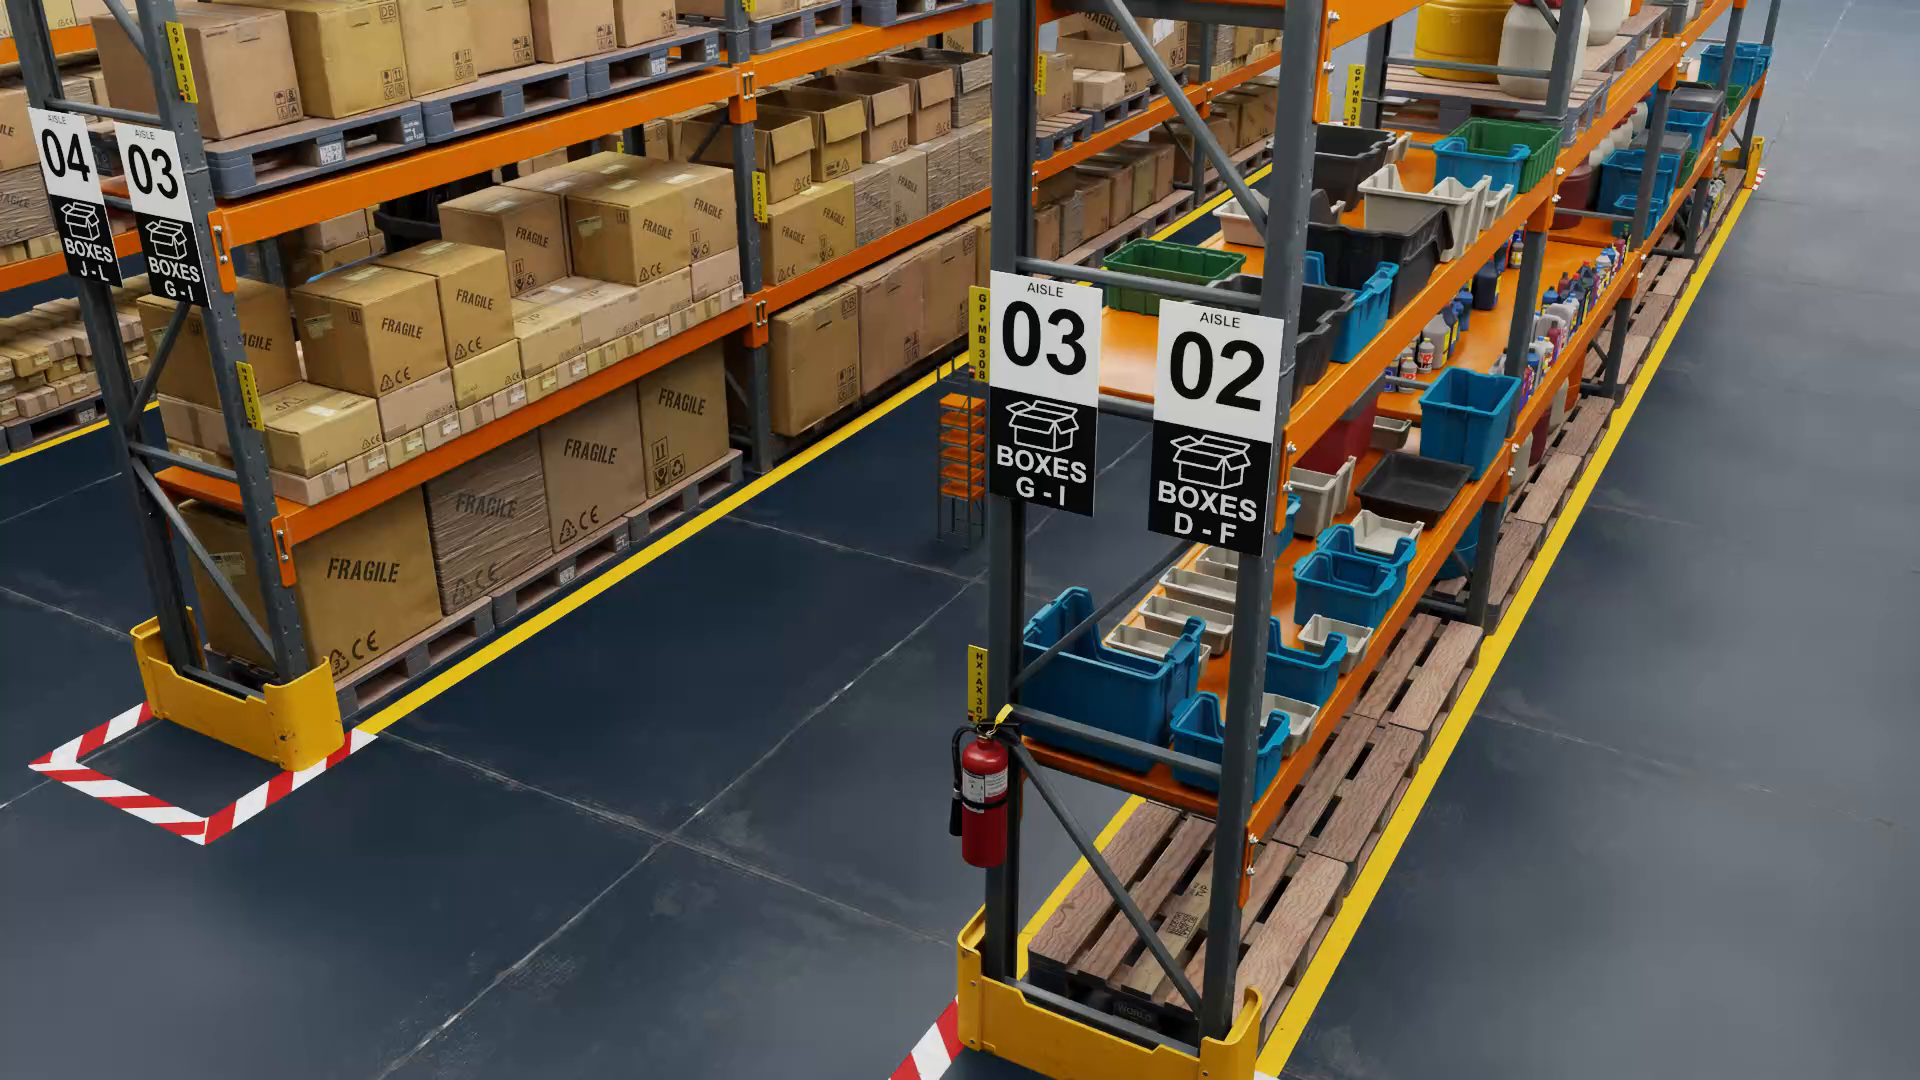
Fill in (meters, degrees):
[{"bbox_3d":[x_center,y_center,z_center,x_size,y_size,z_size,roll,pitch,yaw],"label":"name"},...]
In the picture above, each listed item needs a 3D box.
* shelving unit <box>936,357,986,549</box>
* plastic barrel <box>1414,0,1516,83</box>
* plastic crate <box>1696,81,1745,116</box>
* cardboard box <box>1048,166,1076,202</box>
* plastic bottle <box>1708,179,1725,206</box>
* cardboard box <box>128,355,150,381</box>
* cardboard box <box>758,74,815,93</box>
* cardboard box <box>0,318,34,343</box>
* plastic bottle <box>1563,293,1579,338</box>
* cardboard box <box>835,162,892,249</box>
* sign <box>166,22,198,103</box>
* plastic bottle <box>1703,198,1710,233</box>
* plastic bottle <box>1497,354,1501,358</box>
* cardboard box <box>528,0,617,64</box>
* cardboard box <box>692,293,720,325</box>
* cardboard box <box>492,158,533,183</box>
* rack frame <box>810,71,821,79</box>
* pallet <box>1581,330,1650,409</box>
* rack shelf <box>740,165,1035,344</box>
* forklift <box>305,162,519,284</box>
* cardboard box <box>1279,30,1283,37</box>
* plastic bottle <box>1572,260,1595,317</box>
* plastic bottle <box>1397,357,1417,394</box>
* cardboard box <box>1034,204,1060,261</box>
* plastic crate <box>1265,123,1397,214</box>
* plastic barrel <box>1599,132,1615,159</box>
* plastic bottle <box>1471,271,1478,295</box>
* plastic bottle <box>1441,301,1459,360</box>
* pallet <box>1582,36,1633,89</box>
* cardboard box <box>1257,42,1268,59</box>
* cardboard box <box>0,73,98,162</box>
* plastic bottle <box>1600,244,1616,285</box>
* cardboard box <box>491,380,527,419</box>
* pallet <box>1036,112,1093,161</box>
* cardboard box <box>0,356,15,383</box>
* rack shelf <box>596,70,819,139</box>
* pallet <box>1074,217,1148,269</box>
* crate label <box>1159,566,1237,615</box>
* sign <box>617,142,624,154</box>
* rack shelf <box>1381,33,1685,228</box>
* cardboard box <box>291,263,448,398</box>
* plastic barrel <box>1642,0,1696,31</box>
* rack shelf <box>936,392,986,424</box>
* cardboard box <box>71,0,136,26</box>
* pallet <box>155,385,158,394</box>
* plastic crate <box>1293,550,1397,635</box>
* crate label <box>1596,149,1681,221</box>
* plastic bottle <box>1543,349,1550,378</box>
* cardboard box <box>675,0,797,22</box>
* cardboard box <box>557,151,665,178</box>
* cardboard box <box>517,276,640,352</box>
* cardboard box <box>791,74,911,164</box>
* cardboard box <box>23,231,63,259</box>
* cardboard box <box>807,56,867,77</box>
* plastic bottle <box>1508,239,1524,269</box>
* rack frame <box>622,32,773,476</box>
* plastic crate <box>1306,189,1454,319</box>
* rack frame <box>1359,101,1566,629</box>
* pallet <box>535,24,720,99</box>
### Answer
[{"bbox_3d":[0.007,-0.542,10.493,0.258,1.200,0.189,14,30,26],"label":"shelving unit"},{"bbox_3d":[2.801,-2.844,9.050,0.600,0.588,0.600,0,27,0],"label":"plastic barrel"},{"bbox_3d":[7.378,-4.320,16.266,0.450,0.188,0.662,14,30,26],"label":"plastic crate"},{"bbox_3d":[0.740,-3.371,15.596,0.500,0.250,0.500,18,32,32],"label":"cardboard box"},{"bbox_3d":[7.763,-3.581,17.105,0.152,0.276,0.135,14,30,26],"label":"plastic bottle"},{"bbox_3d":[-6.457,-1.334,12.780,0.380,0.149,0.250,14,30,26],"label":"cardboard box"},{"bbox_3d":[-2.343,-5.090,19.612,1.050,0.750,0.750,14,30,26],"label":"cardboard box"},{"bbox_3d":[-7.193,-1.540,12.526,0.380,0.149,0.250,14,30,26],"label":"cardboard box"},{"bbox_3d":[3.787,-1.398,10.335,0.097,0.271,0.097,0,27,0],"label":"plastic bottle"},{"bbox_3d":[-0.846,-2.481,12.244,0.500,0.500,0.500,13,30,25],"label":"cardboard box"},{"bbox_3d":[-3.271,-2.005,6.989,0.100,0.325,0.005,14,30,26],"label":"sign"},{"bbox_3d":[7.223,-3.184,16.226,0.144,0.351,0.185,15,30,27],"label":"plastic bottle"},{"bbox_3d":[3.151,-1.001,9.620,0.097,0.201,0.097,0,27,0],"label":"plastic bottle"},{"bbox_3d":[-2.384,-3.013,9.374,0.700,0.500,0.500,16,31,29],"label":"cardboard box"},{"bbox_3d":[-1.775,-1.517,10.710,0.380,0.149,0.250,15,30,27],"label":"cardboard box"},{"bbox_3d":[-4.431,-3.493,15.863,0.500,0.250,0.500,15,30,27],"label":"cardboard box"},{"bbox_3d":[-2.116,-6.170,19.725,1.000,3.000,0.127,14,30,26],"label":"rack frame"},{"bbox_3d":[4.912,-1.436,13.382,1.003,0.211,1.213,14,30,26],"label":"pallet"},{"bbox_3d":[-0.799,-2.379,12.955,1.077,0.370,4.000,14,30,26],"label":"rack shelf"},{"bbox_3d":[-3.710,-2.746,12.962,1.130,2.935,3.031,13,29,24],"label":"forklift"},{"bbox_3d":[3.401,-6.160,19.262,0.875,0.500,0.500,14,30,26],"label":"cardboard box"},{"bbox_3d":[3.992,-1.617,10.685,0.144,0.351,0.185,14,30,26],"label":"plastic bottle"},{"bbox_3d":[2.559,-0.946,9.511,0.097,0.201,0.097,0,27,0],"label":"plastic bottle"},{"bbox_3d":[0.497,-2.824,15.342,0.700,0.500,0.500,13,29,23],"label":"cardboard box"},{"bbox_3d":[1.679,-1.690,7.569,0.497,0.269,0.590,14,30,26],"label":"plastic crate"},{"bbox_3d":[5.024,-3.051,13.370,0.421,0.512,0.421,0,27,0],"label":"plastic barrel"},{"bbox_3d":[3.320,-1.696,10.925,0.152,0.276,0.135,14,30,26],"label":"plastic bottle"},{"bbox_3d":[2.913,-1.279,10.009,0.144,0.351,0.185,14,30,26],"label":"plastic bottle"},{"bbox_3d":[3.385,-2.857,9.966,1.003,0.211,1.213,14,30,26],"label":"pallet"},{"bbox_3d":[3.246,-5.532,18.730,0.380,0.149,0.250,14,30,26],"label":"cardboard box"},{"bbox_3d":[-6.561,-3.036,11.902,0.500,0.500,0.500,15,30,27],"label":"cardboard box"},{"bbox_3d":[4.387,-1.873,11.285,0.097,0.271,0.097,0,27,0],"label":"plastic bottle"},{"bbox_3d":[-2.659,-0.817,9.312,0.380,0.149,0.250,14,30,26],"label":"cardboard box"},{"bbox_3d":[0.442,-3.695,14.995,1.213,0.211,1.003,14,30,26],"label":"pallet"},{"bbox_3d":[-7.005,-1.227,11.901,0.380,0.149,0.250,15,30,28],"label":"cardboard box"},{"bbox_3d":[-3.100,-5.069,18.329,1.077,0.370,4.000,14,30,26],"label":"rack shelf"},{"bbox_3d":[1.171,-3.011,16.529,1.003,0.211,1.213,14,30,26],"label":"pallet"},{"bbox_3d":[1.076,0.238,7.151,0.396,0.136,0.243,14,30,26],"label":"crate label"},{"bbox_3d":[-2.260,-2.519,11.226,0.100,0.325,0.005,14,30,26],"label":"sign"},{"bbox_3d":[3.513,-2.629,10.104,1.077,0.370,4.000,14,30,26],"label":"rack shelf"},{"bbox_3d":[-3.034,-1.086,8.566,0.500,0.500,0.500,13,30,25],"label":"cardboard box"},{"bbox_3d":[4.916,-3.834,11.583,0.421,0.512,0.421,0,27,0],"label":"plastic barrel"},{"bbox_3d":[0.007,-0.824,10.351,0.258,0.103,0.180,14,30,26],"label":"rack shelf"},{"bbox_3d":[-6.314,-3.884,11.975,0.500,0.250,0.500,14,30,26],"label":"cardboard box"},{"bbox_3d":[-6.351,-1.536,13.583,1.003,0.211,1.213,14,30,26],"label":"pallet"},{"bbox_3d":[1.617,0.240,7.040,0.416,0.233,0.300,14,30,26],"label":"plastic crate"},{"bbox_3d":[5.221,-2.733,12.819,0.502,0.435,0.616,14,30,26],"label":"crate label"},{"bbox_3d":[3.397,-1.058,9.734,0.097,0.201,0.097,0,27,0],"label":"plastic bottle"},{"bbox_3d":[-1.507,-3.723,10.905,0.700,0.500,0.500,15,30,27],"label":"cardboard box"},{"bbox_3d":[-2.241,-2.192,10.775,0.500,0.500,0.500,14,30,26],"label":"cardboard box"},{"bbox_3d":[-2.275,-1.356,9.943,0.500,0.250,0.500,15,30,27],"label":"cardboard box"},{"bbox_3d":[-0.836,-3.176,12.511,0.797,0.503,0.637,15,30,28],"label":"cardboard box"},{"bbox_3d":[-6.695,-2.152,11.979,0.380,0.149,0.250,15,30,27],"label":"cardboard box"},{"bbox_3d":[-1.746,-5.638,20.566,0.875,0.875,0.875,15,30,27],"label":"cardboard box"},{"bbox_3d":[3.893,-2.002,11.621,0.097,0.201,0.097,0,27,0],"label":"plastic bottle"},{"bbox_3d":[-1.783,-1.921,11.237,1.000,3.000,0.127,14,30,26],"label":"rack frame"},{"bbox_3d":[1.552,-1.120,6.355,0.504,0.338,0.767,14,30,26],"label":"plastic crate"},{"bbox_3d":[2.529,-0.830,9.058,1.000,3.000,0.127,14,30,26],"label":"rack frame"},{"bbox_3d":[-2.195,-2.906,9.953,1.003,0.211,1.213,14,30,26],"label":"pallet"}]
